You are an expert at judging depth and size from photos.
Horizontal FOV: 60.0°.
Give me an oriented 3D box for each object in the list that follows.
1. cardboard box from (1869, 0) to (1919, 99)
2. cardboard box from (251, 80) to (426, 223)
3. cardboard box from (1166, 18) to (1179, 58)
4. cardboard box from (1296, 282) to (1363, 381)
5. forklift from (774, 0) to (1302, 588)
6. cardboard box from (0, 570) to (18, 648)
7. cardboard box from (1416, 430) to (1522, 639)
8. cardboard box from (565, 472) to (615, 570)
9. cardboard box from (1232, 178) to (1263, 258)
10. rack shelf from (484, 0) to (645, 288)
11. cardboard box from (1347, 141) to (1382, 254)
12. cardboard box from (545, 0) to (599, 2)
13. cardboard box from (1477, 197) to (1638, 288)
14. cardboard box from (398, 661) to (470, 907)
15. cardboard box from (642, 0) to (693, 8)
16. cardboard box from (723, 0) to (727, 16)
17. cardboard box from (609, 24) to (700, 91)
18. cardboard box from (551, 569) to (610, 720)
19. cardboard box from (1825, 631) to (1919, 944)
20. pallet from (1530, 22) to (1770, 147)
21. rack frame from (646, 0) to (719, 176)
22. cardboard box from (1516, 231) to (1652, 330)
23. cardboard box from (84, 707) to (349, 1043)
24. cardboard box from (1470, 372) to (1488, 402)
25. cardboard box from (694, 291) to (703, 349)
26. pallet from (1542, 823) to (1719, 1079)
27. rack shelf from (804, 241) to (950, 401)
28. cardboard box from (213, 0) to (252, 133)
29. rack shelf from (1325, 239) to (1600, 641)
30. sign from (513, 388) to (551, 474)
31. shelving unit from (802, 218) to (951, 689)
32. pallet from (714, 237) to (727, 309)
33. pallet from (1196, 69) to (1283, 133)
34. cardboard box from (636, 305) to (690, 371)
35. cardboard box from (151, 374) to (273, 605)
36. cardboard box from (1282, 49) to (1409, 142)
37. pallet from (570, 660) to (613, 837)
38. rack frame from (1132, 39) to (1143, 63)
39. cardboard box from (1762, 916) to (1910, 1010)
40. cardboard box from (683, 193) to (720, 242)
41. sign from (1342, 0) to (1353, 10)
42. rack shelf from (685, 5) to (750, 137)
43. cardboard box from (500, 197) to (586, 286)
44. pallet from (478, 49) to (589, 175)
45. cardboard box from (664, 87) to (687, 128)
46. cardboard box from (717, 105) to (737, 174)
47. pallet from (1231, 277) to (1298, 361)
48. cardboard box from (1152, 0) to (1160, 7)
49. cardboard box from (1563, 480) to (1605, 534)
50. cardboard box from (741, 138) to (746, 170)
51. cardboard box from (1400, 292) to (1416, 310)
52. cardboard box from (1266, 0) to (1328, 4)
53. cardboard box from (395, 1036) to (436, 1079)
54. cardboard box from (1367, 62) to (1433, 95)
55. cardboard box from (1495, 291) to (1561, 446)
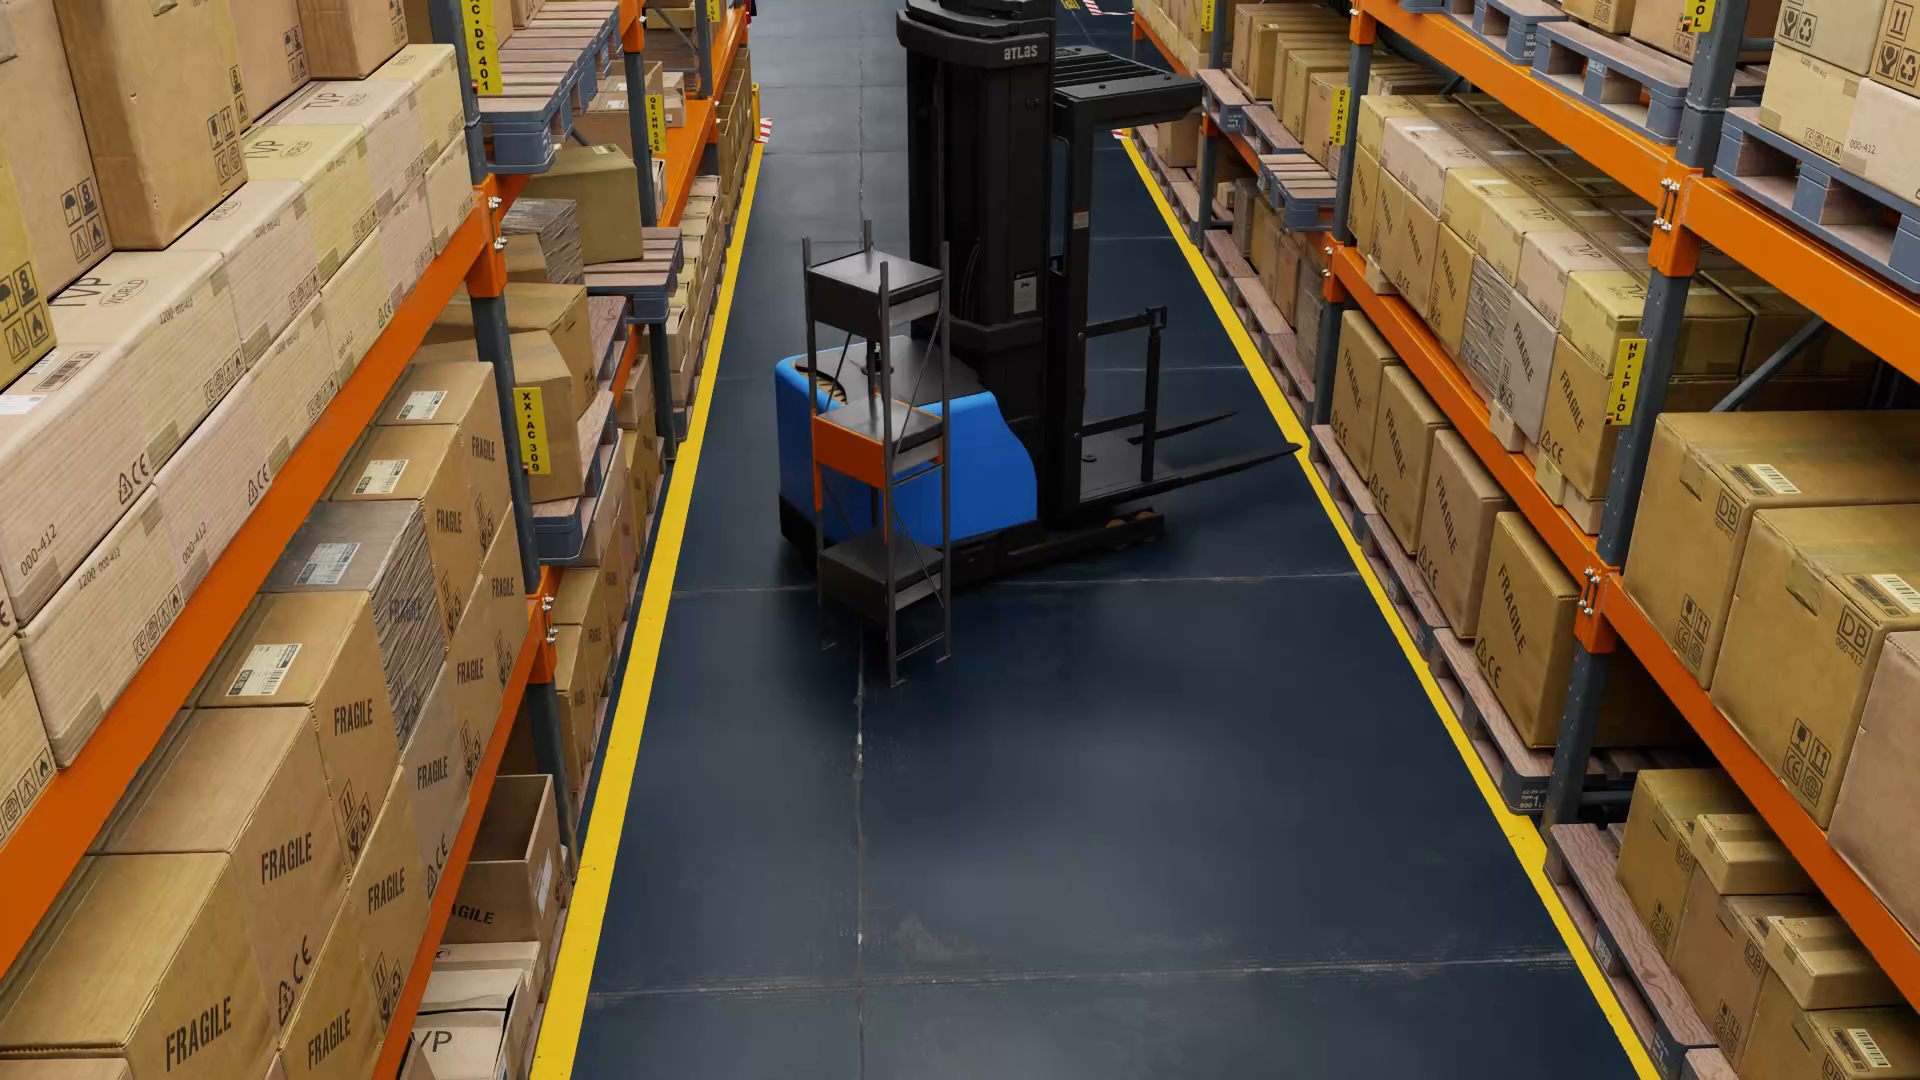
[{"bbox_3d":[2.701,-1.352,4.145,0.500,0.500,0.500,-2,28,-4],"label":"cardboard box"},{"bbox_3d":[-1.716,-1.014,4.328,0.500,0.250,0.500,-1,28,-3],"label":"cardboard box"},{"bbox_3d":[2.106,-4.409,14.601,0.500,0.250,0.500,-2,28,-3],"label":"cardboard box"},{"bbox_3d":[2.612,-1.364,10.849,0.700,0.500,0.500,-1,28,-2],"label":"cardboard box"},{"bbox_3d":[0.546,-1.443,8.847,3.031,2.935,1.130,-15,31,-26],"label":"forklift"},{"bbox_3d":[-1.594,0.141,2.114,0.500,0.250,0.500,-1,28,-3],"label":"cardboard box"},{"bbox_3d":[2.698,-0.039,7.953,0.750,0.750,0.750,-1,28,-1],"label":"cardboard box"},{"bbox_3d":[-1.870,-0.088,7.591,0.500,0.250,0.500,-1,28,-3],"label":"cardboard box"},{"bbox_3d":[2.548,-2.541,13.105,0.700,0.500,0.500,0,28,-1],"label":"cardboard box"},{"bbox_3d":[-2.140,-1.912,7.207,1.077,0.370,4.000,-1,28,-3],"label":"rack shelf"},{"bbox_3d":[2.472,-1.901,9.199,0.500,0.500,0.500,-1,28,-1],"label":"cardboard box"},{"bbox_3d":[-2.134,-2.523,7.492,0.910,0.500,0.500,-1,28,-3],"label":"cardboard box"},{"bbox_3d":[2.587,-1.298,7.233,0.500,0.250,0.500,-1,28,-2],"label":"cardboard box"},{"bbox_3d":[-1.696,0.678,4.599,0.500,0.500,0.500,-1,28,-1],"label":"cardboard box"},{"bbox_3d":[-2.483,-4.496,13.117,0.700,0.500,0.500,-1,28,-2],"label":"cardboard box"},{"bbox_3d":[-2.651,-5.348,16.152,0.700,0.500,0.500,-1,28,-3],"label":"cardboard box"},{"bbox_3d":[-2.483,-3.921,13.417,0.700,0.500,0.500,-2,28,-4],"label":"cardboard box"},{"bbox_3d":[-1.857,0.460,7.351,0.500,0.500,0.500,-1,28,-2],"label":"cardboard box"},{"bbox_3d":[3.003,0.692,4.355,0.980,0.700,0.700,-3,28,-5],"label":"cardboard box"},{"bbox_3d":[2.814,-1.766,6.356,0.805,0.209,1.217,-2,28,-5],"label":"pallet"},{"bbox_3d":[-2.453,-3.672,13.047,1.000,3.000,0.127,-1,28,-3],"label":"rack frame"},{"bbox_3d":[2.614,-1.062,6.781,0.500,0.250,0.500,-1,28,-2],"label":"cardboard box"},{"bbox_3d":[-1.643,0.698,3.478,0.500,0.500,0.500,-1,28,-2],"label":"cardboard box"},{"bbox_3d":[2.588,-0.734,7.663,0.380,0.149,0.250,-2,28,-4],"label":"cardboard box"},{"bbox_3d":[-2.039,-1.513,11.426,0.500,0.250,0.500,-2,28,-4],"label":"cardboard box"},{"bbox_3d":[2.873,1.490,6.164,1.003,0.211,1.213,-1,28,-3],"label":"pallet"},{"bbox_3d":[-0.367,-0.978,7.371,0.480,0.518,0.431,24,36,38],"label":"rack shelf"},{"bbox_3d":[-2.055,-1.107,3.695,0.700,0.500,0.500,-1,28,-3],"label":"cardboard box"},{"bbox_3d":[2.807,-0.704,8.133,1.077,0.370,4.000,-1,28,-3],"label":"rack shelf"},{"bbox_3d":[-1.494,-0.378,5.795,0.100,0.325,0.005,-1,28,-3],"label":"sign"},{"bbox_3d":[-0.367,-0.370,7.688,0.503,2.100,0.431,24,36,38],"label":"shelving unit"},{"bbox_3d":[-2.376,-2.097,13.041,1.003,0.211,1.213,-1,28,-3],"label":"pallet"},{"bbox_3d":[2.388,-3.352,12.641,1.003,0.211,1.213,-1,28,-3],"label":"pallet"},{"bbox_3d":[-1.979,-1.290,10.392,0.500,0.311,0.500,0,28,-1],"label":"cardboard box"},{"bbox_3d":[-1.641,-0.099,3.115,0.500,0.250,0.500,-1,28,-3],"label":"cardboard box"},{"bbox_3d":[2.580,-2.977,11.131,0.700,0.500,0.500,-1,28,-3],"label":"cardboard box"},{"bbox_3d":[-2.116,0.884,7.327,1.003,0.211,1.213,-1,28,-3],"label":"pallet"},{"bbox_3d":[2.284,-5.641,16.821,1.000,3.000,0.127,-1,28,-3],"label":"rack frame"},{"bbox_3d":[2.711,1.287,5.086,0.380,0.149,0.250,-2,28,-4],"label":"cardboard box"},{"bbox_3d":[-2.113,-2.468,12.650,0.500,0.311,0.500,-1,28,-1],"label":"cardboard box"},{"bbox_3d":[3.047,-4.322,13.041,0.100,0.325,0.005,-1,28,-3],"label":"sign"},{"bbox_3d":[-2.558,-4.277,14.984,1.077,0.370,4.000,-1,28,-3],"label":"rack shelf"},{"bbox_3d":[-2.242,-1.340,8.014,0.700,0.500,0.500,4,28,7],"label":"cardboard box"},{"bbox_3d":[-2.000,-1.527,5.894,1.213,0.211,1.003,-1,28,-3],"label":"pallet"},{"bbox_3d":[-2.224,-3.211,12.308,0.396,0.266,0.258,-2,28,-4],"label":"cardboard box"},{"bbox_3d":[-2.199,-3.424,14.280,0.500,0.500,0.500,-1,28,-3],"label":"cardboard box"},{"bbox_3d":[2.602,-1.633,12.152,1.003,0.211,1.213,-1,28,-3],"label":"pallet"},{"bbox_3d":[2.046,-5.221,15.346,0.500,0.500,0.500,-2,28,-4],"label":"cardboard box"},{"bbox_3d":[2.611,-0.146,6.536,0.380,0.149,0.250,-1,28,-2],"label":"cardboard box"},{"bbox_3d":[-2.249,-3.553,15.339,0.500,0.250,0.500,-1,28,-3],"label":"cardboard box"},{"bbox_3d":[2.558,-1.332,8.809,0.380,0.149,0.250,-2,28,-3],"label":"cardboard box"},{"bbox_3d":[2.677,-4.290,13.562,0.500,0.500,0.500,-2,28,-4],"label":"cardboard box"},{"bbox_3d":[-1.933,1.802,4.776,0.797,0.503,0.637,-1,28,-3],"label":"cardboard box"},{"bbox_3d":[2.623,-2.780,10.051,0.380,0.149,0.250,-6,28,-11],"label":"cardboard box"},{"bbox_3d":[2.599,-0.727,6.948,0.500,0.500,0.500,-1,28,-2],"label":"cardboard box"}]
